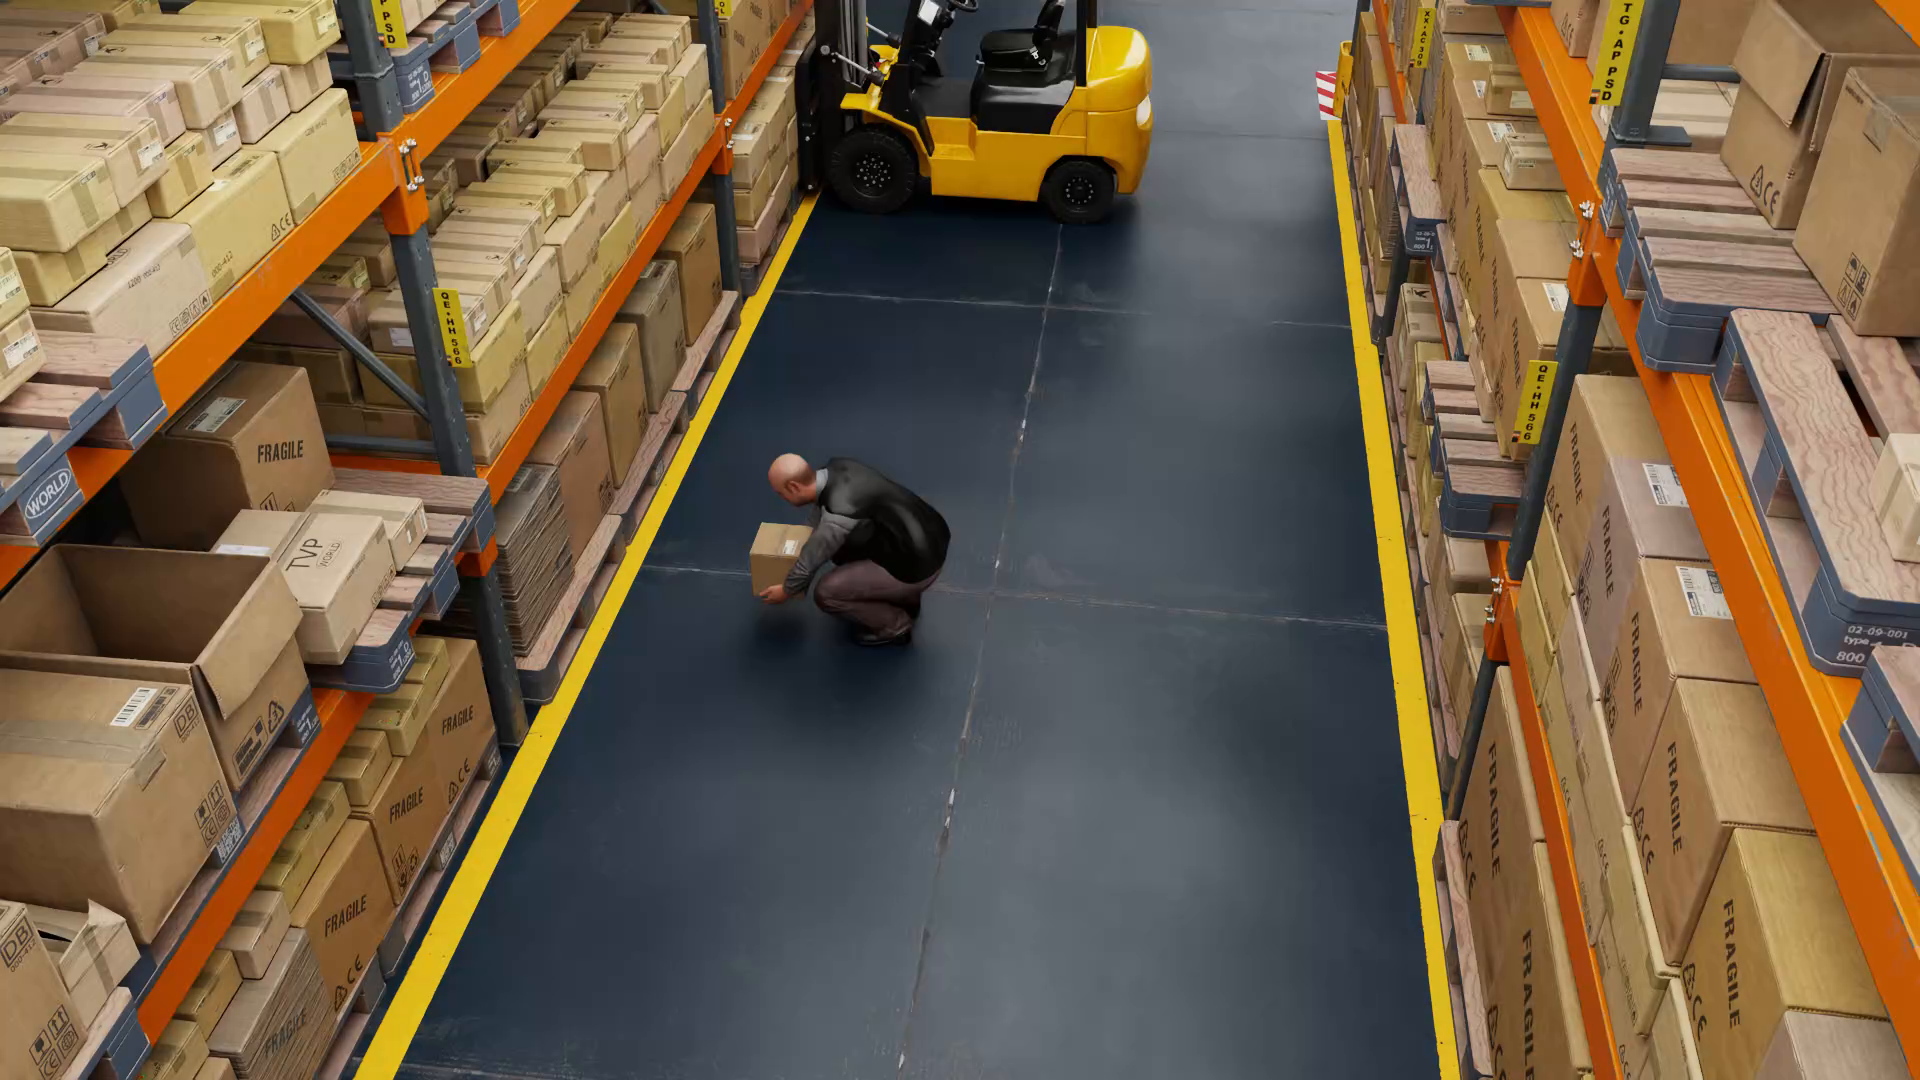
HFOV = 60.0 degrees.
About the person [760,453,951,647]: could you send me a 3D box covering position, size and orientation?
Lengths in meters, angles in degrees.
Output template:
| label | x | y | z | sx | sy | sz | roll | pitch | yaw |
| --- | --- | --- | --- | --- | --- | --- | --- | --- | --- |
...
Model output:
| label | x | y | z | sx | sy | sz | roll | pitch | yaw |
| --- | --- | --- | --- | --- | --- | --- | --- | --- | --- |
| person | -0.490 | 0.008 | 7.706 | 0.874 | 0.963 | 0.540 | 4 | 36 | 6 |
